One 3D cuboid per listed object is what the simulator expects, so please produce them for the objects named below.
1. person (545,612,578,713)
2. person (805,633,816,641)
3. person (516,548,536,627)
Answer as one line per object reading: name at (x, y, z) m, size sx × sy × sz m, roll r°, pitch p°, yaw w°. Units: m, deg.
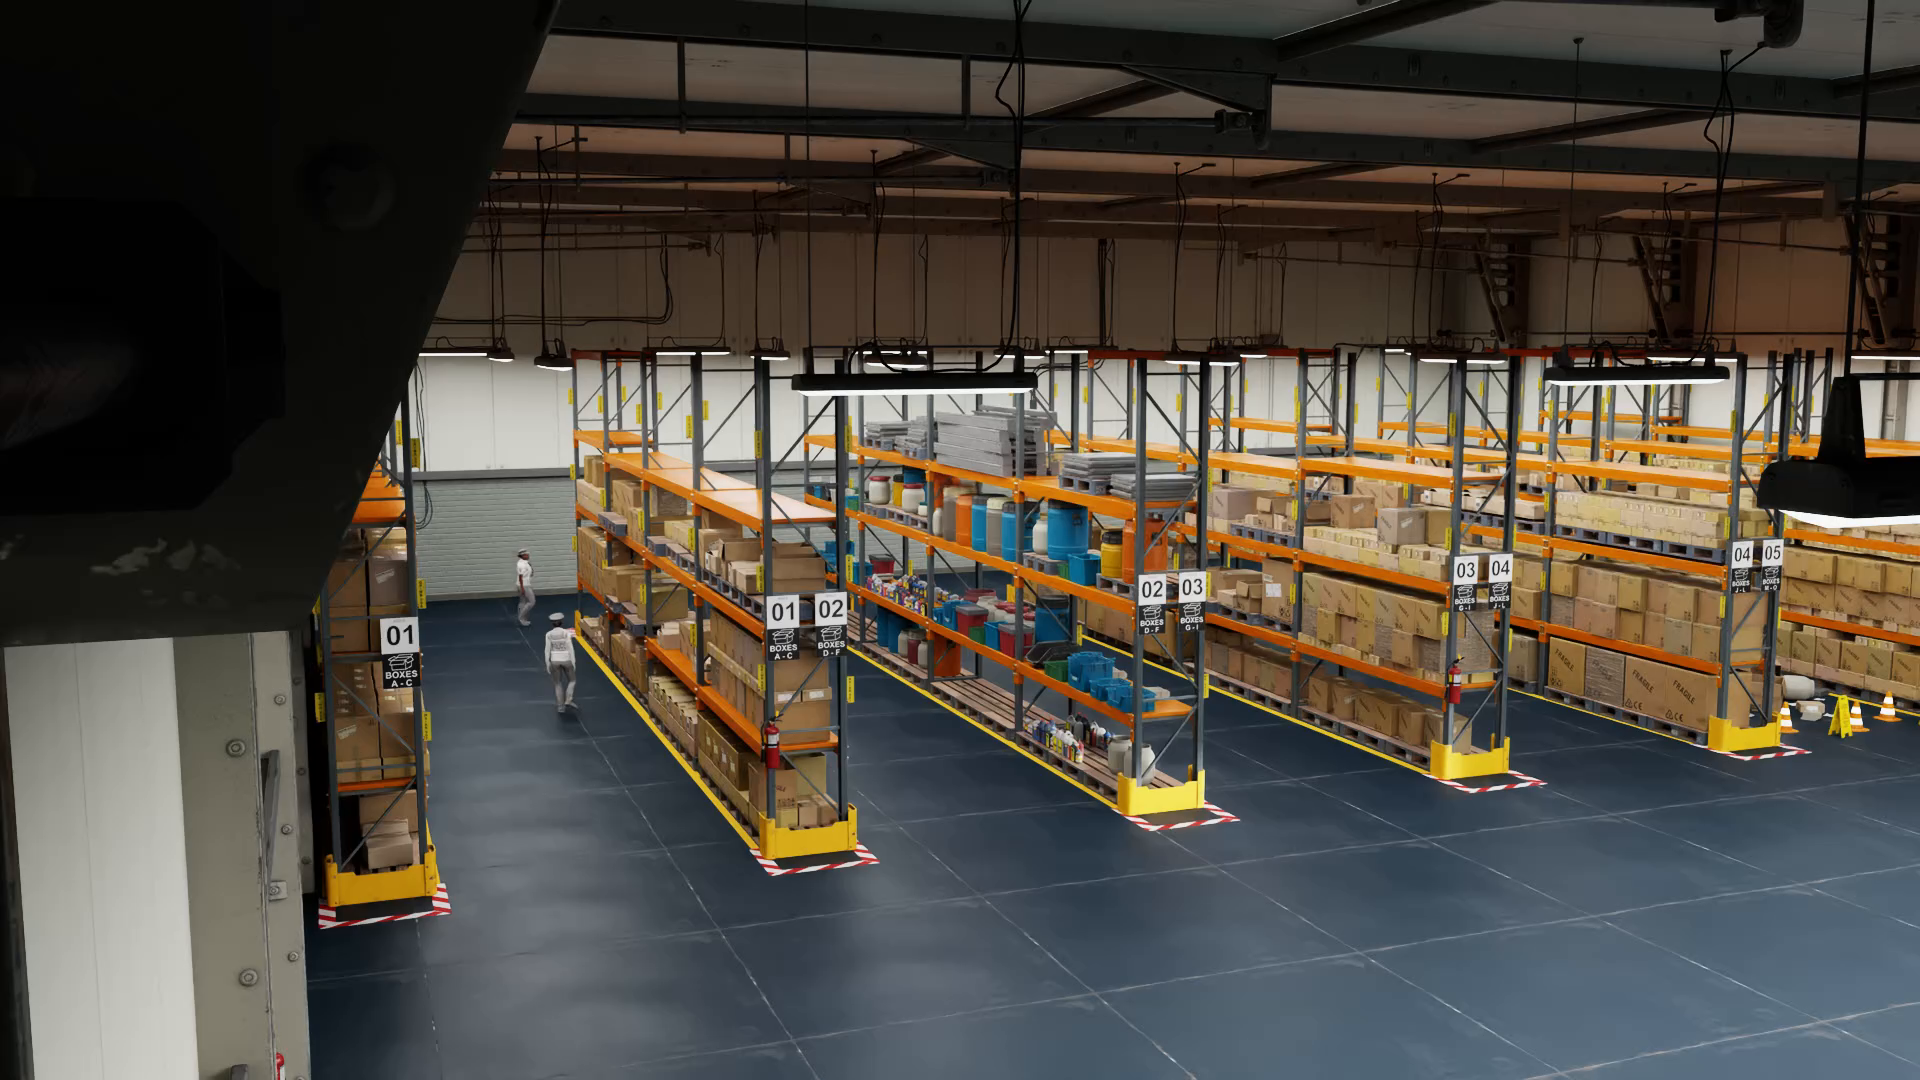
person at (-6.653, 2.061, 27.710) m, size 0.528 × 1.668 × 0.511 m, roll -1°, pitch 7°, yaw -6°
person at (-3.019, 1.363, 33.437) m, size 0.484 × 1.603 × 1.006 m, roll 1°, pitch 7°, yaw 7°
person at (-9.418, 1.020, 36.029) m, size 0.410 × 1.696 × 0.472 m, roll -2°, pitch 7°, yaw -18°
